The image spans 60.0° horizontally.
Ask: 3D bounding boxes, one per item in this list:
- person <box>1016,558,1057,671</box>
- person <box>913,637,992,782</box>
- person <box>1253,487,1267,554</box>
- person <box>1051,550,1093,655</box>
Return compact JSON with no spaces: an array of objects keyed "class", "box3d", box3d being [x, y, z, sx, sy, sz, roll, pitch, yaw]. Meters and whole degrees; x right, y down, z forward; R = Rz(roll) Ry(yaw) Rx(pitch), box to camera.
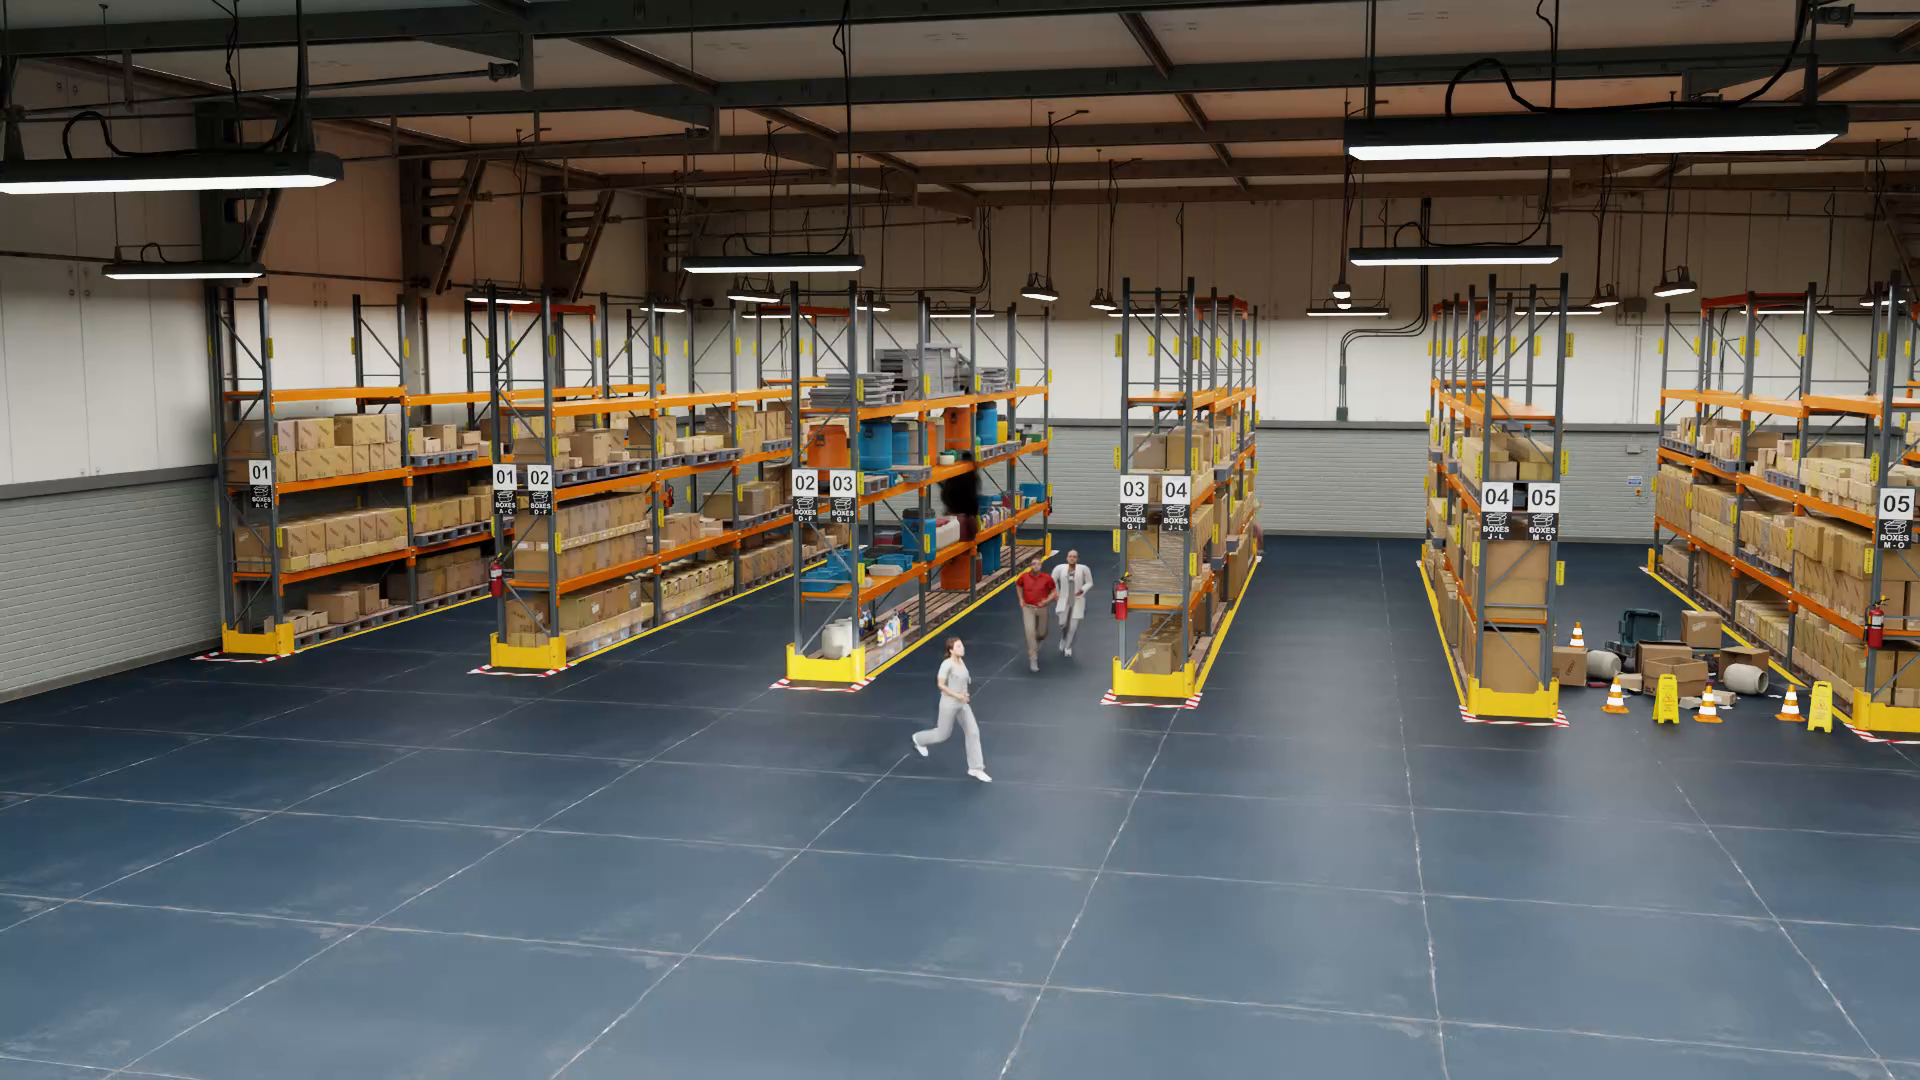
[{"class":"person","box3d":[1.221,1.184,26.394,0.632,1.688,1.103,0,7,-3]},{"class":"person","box3d":[-0.102,1.961,19.541,1.103,1.661,0.538,6,9,40]},{"class":"person","box3d":[7.092,-0.469,40.580,0.735,1.681,0.591,3,7,26]},{"class":"person","box3d":[1.809,1.030,27.109,0.713,1.735,0.644,1,7,5]}]
